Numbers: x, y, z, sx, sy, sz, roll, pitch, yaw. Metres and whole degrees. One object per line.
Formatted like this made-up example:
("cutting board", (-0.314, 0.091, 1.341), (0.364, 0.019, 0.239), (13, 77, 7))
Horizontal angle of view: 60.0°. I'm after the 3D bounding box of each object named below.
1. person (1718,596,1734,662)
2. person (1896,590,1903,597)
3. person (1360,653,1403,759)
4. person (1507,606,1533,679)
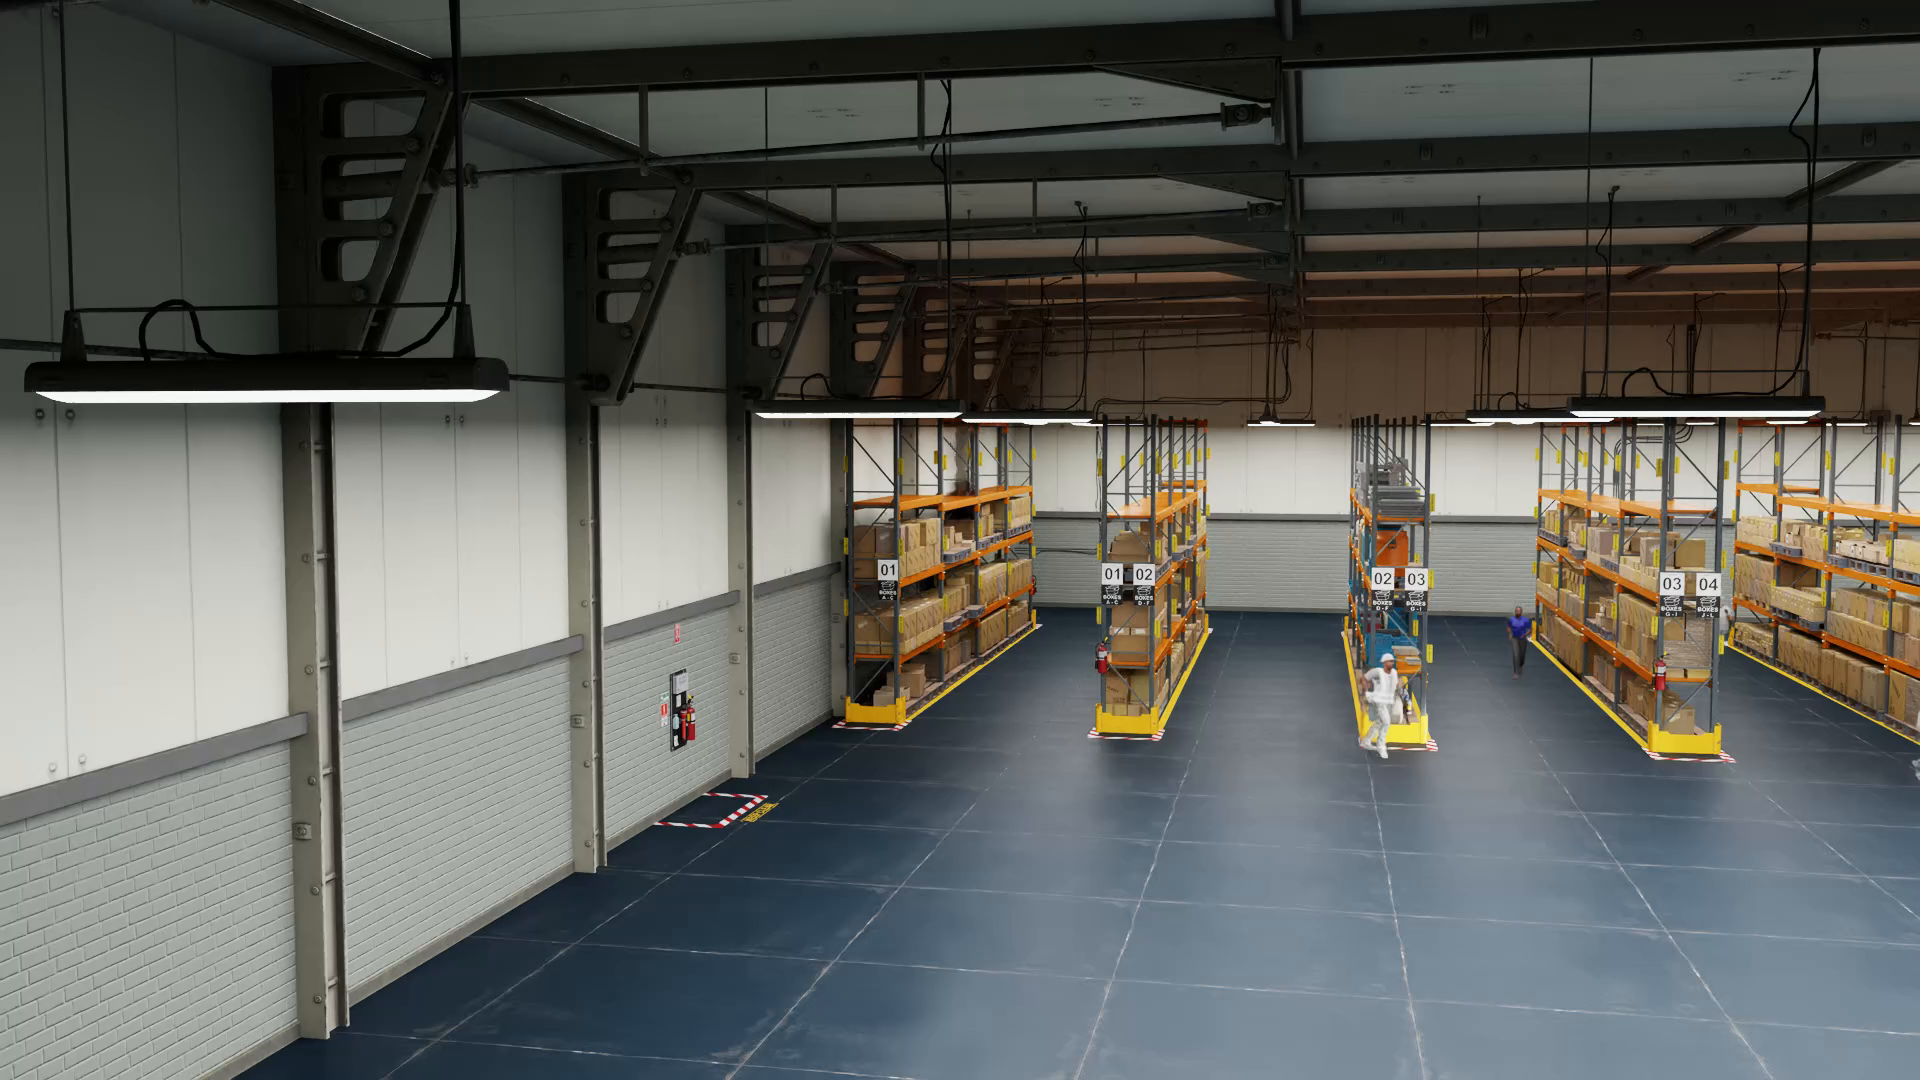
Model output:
("person", (18.535, 2.225, 40.501), (0.572, 1.713, 0.710), (1, 4, 13))
("person", (24.977, 1.939, 44.563), (0.704, 1.712, 0.582), (1, 4, 19))
("person", (7.452, 2.895, 29.339), (0.680, 1.811, 0.790), (-3, 5, -35))
("person", (12.846, 2.334, 38.170), (0.573, 1.653, 0.859), (1, 4, 20))
